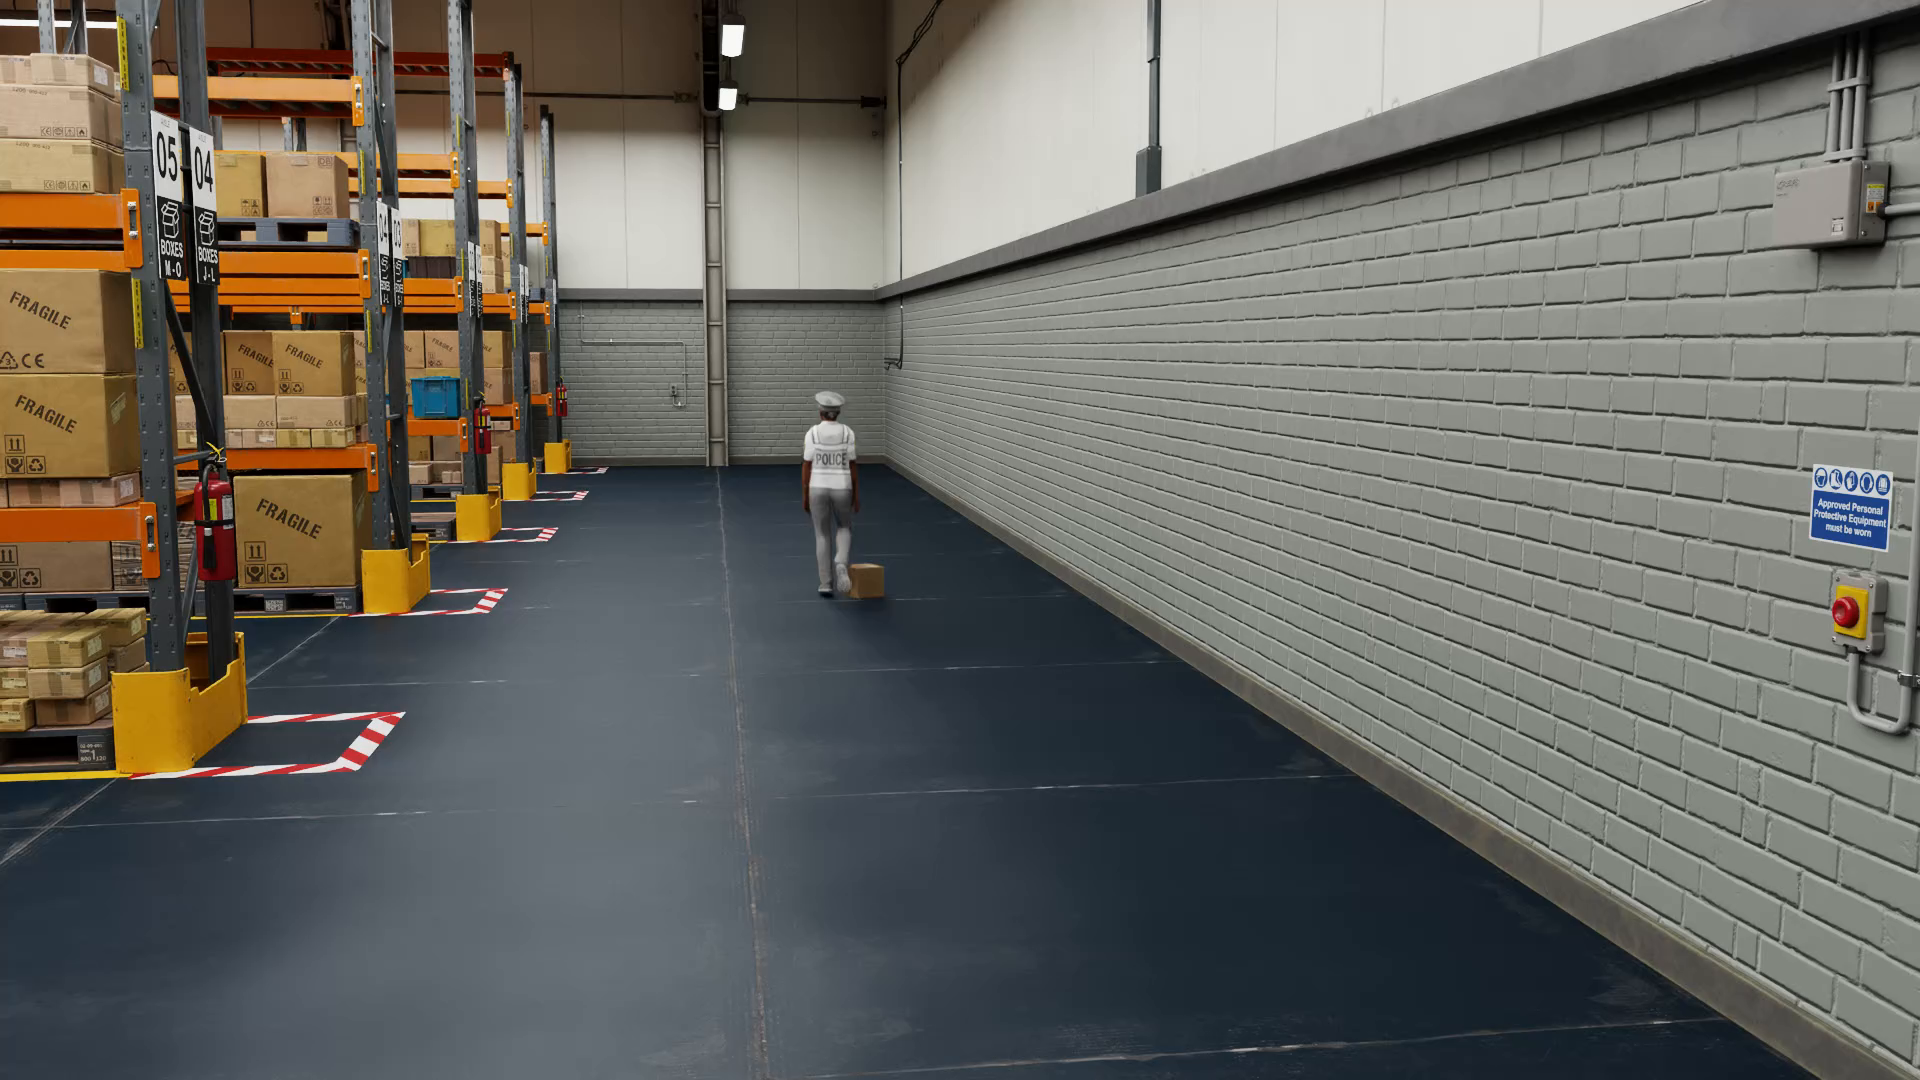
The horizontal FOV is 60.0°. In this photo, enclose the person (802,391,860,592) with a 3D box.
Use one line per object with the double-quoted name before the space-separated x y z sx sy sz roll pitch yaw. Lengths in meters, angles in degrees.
"person" -1.089 -0.401 13.950 0.482 1.693 0.438 -1 7 -12
